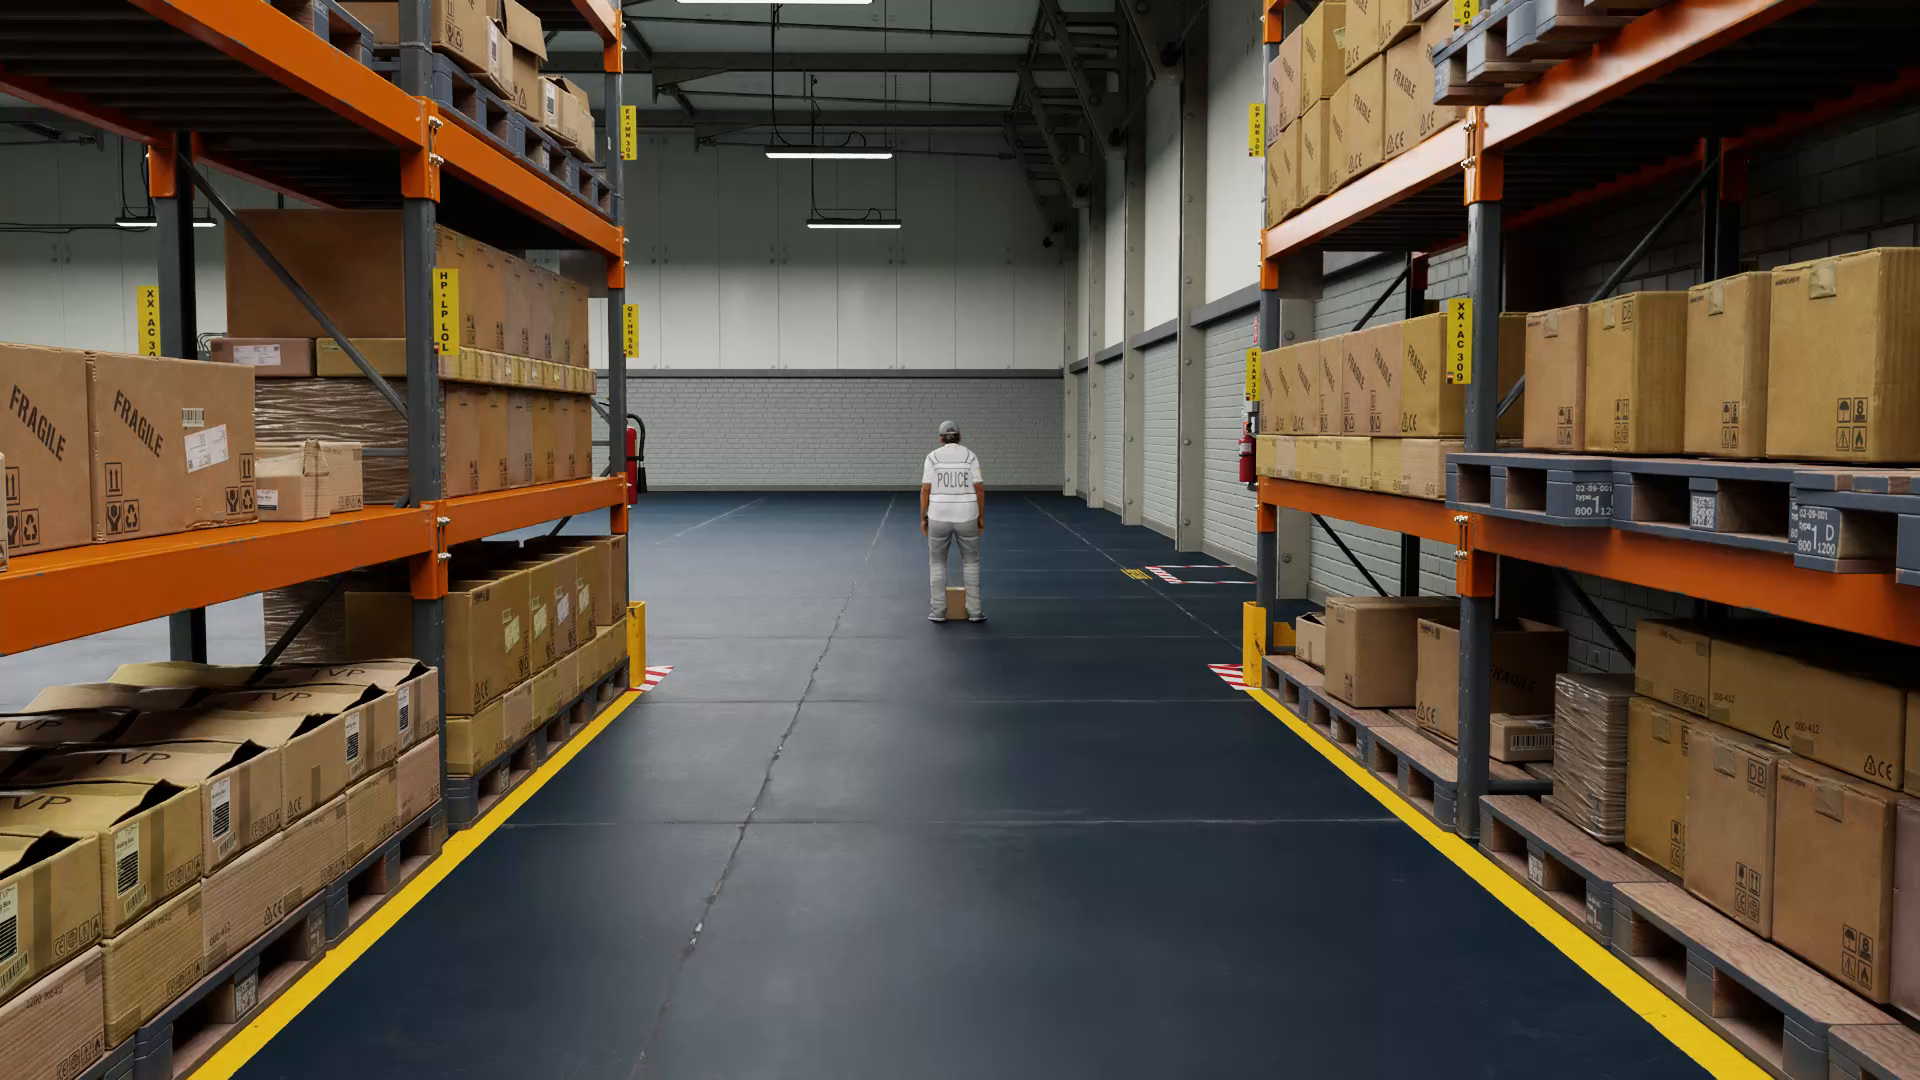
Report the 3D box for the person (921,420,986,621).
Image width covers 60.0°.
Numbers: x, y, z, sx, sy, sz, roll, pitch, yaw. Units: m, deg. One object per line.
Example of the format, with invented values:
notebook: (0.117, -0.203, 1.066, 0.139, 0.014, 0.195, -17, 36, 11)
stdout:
person: (-0.051, -0.158, 13.794, 0.549, 1.666, 0.473, 0, 4, -2)
